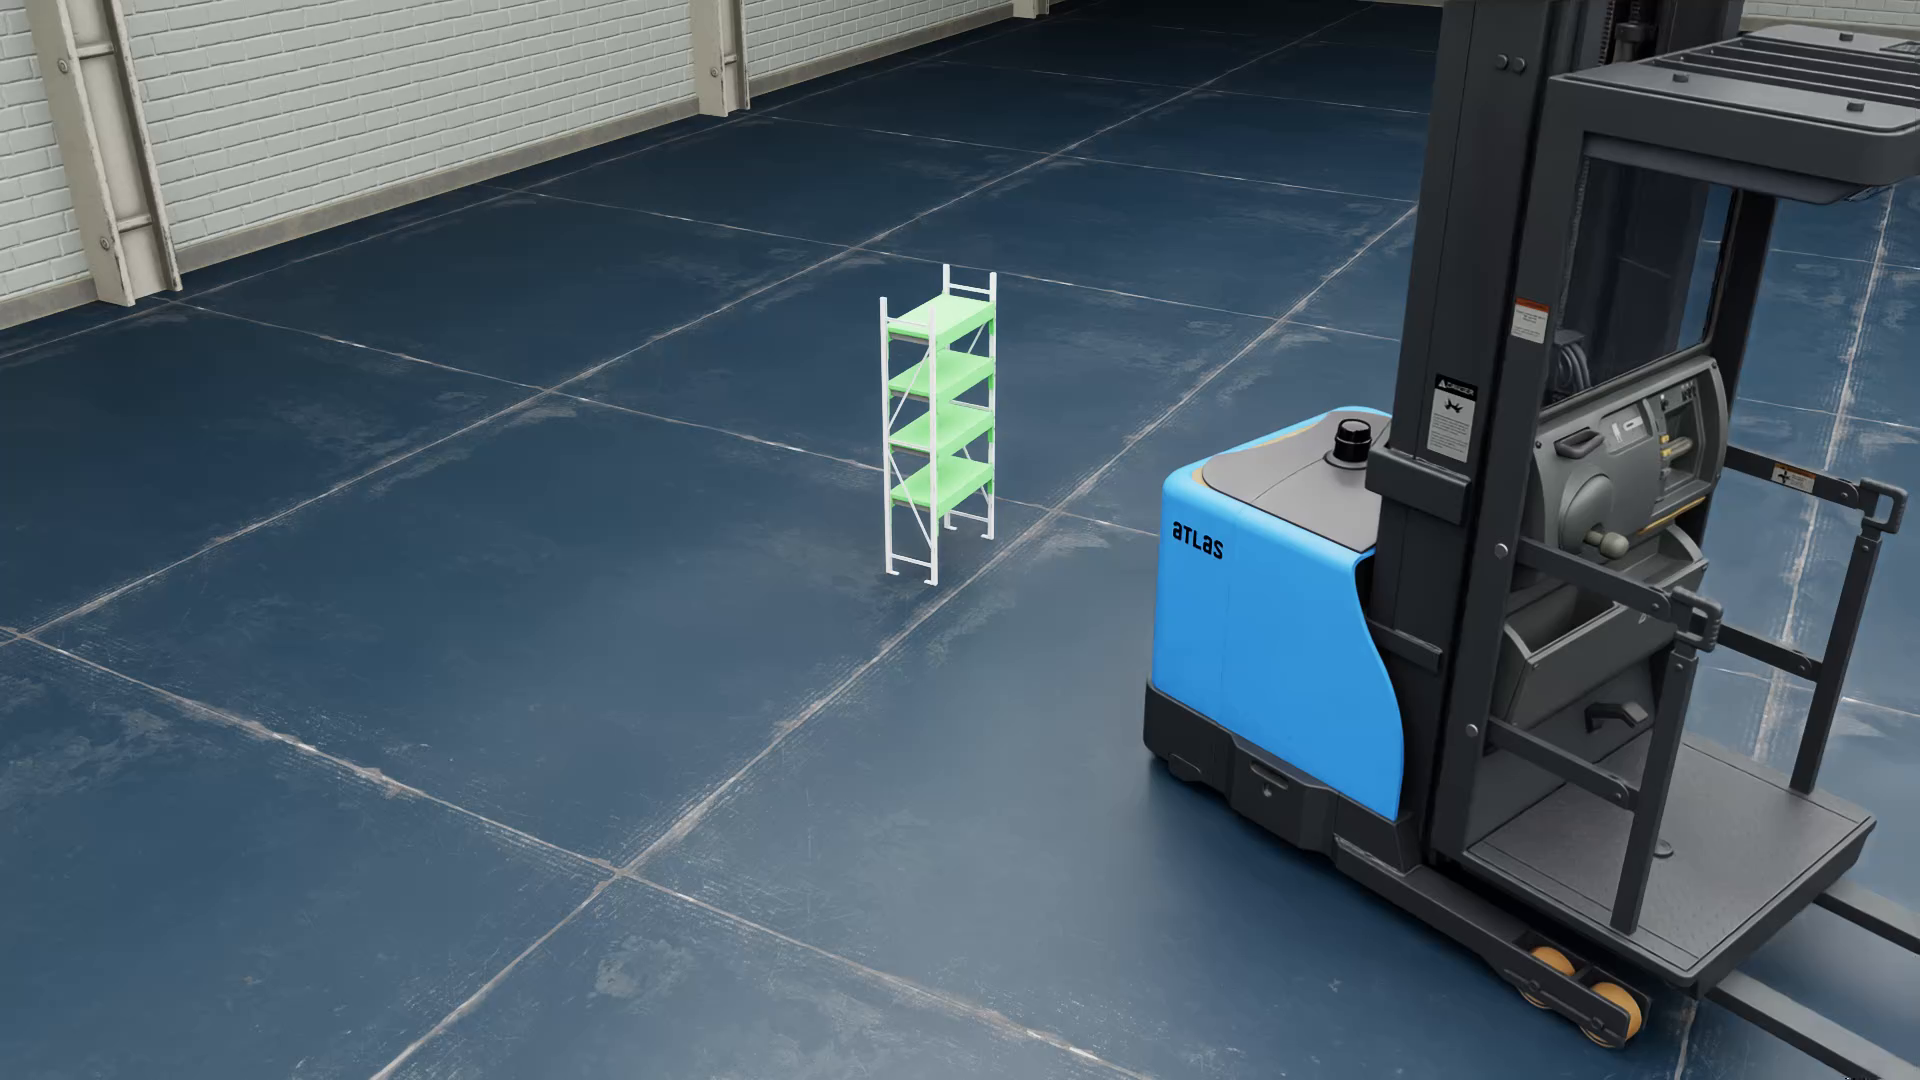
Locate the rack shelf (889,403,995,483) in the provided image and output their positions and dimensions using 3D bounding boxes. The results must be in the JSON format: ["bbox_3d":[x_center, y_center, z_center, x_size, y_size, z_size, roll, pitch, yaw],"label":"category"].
[{"bbox_3d":[-0.081,-0.415,6.881,0.258,0.148,0.480,14,30,26],"label":"rack shelf"}]

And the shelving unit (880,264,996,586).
[{"bbox_3d":[-0.081,-0.472,6.853,0.258,1.200,0.503,14,30,26],"label":"shelving unit"}]

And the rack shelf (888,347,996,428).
[{"bbox_3d":[-0.081,-0.629,6.774,0.258,0.148,0.480,14,30,26],"label":"rack shelf"}]

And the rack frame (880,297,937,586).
[{"bbox_3d":[-0.201,-0.377,6.663,0.240,1.200,0.015,14,30,26],"label":"rack frame"}]

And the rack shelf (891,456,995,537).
[{"bbox_3d":[-0.081,-0.200,6.989,0.258,0.148,0.480,14,30,26],"label":"rack shelf"}]

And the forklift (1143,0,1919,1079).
[{"bbox_3d":[1.959,-0.194,4.363,1.130,2.935,3.031,-21,33,-35],"label":"forklift"}]

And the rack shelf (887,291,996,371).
[{"bbox_3d":[-0.081,-0.844,6.666,0.258,0.148,0.480,14,30,26],"label":"rack shelf"}]

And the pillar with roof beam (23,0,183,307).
[{"bbox_3d":[-1.329,-4.600,6.386,9.100,9.000,0.400,14,30,26],"label":"pillar with roof beam"}]

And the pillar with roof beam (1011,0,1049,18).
[{"bbox_3d":[4.574,-9.277,15.729,9.100,9.000,0.400,14,30,26],"label":"pillar with roof beam"}]

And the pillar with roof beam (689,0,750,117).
[{"bbox_3d":[1.623,-6.938,11.058,9.100,9.000,0.400,14,30,26],"label":"pillar with roof beam"}]

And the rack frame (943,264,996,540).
[{"bbox_3d":[0.039,-0.567,7.043,0.240,1.200,0.015,14,30,26],"label":"rack frame"}]
